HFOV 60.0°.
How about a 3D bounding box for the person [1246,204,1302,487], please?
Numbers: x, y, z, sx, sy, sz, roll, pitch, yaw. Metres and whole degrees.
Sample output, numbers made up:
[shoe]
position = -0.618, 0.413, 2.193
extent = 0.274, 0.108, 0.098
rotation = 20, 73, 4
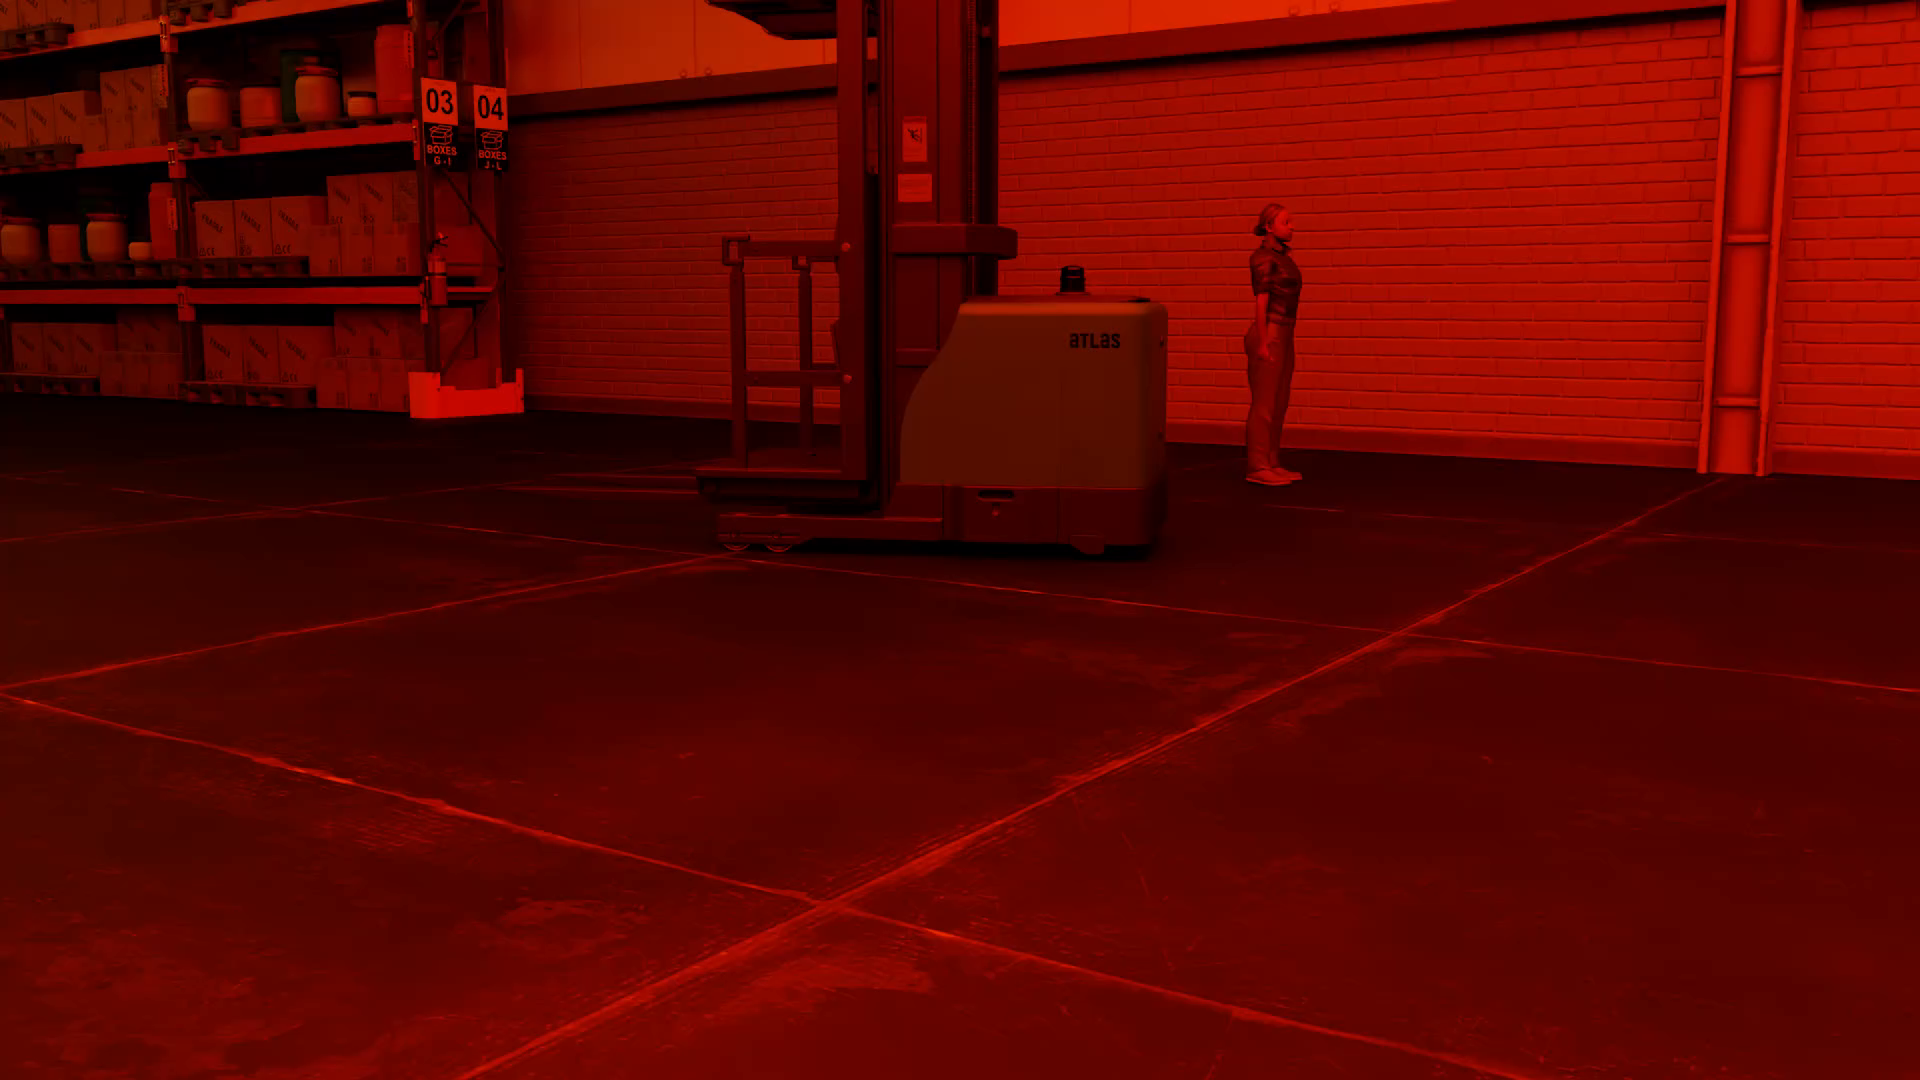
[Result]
[person]
position = 1.891, -1.168, 9.944
extent = 0.325, 1.660, 0.450
rotation = 4, 9, 27

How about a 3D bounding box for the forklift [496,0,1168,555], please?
[forklift]
position = -0.596, -1.469, 7.520
extent = 3.031, 2.935, 1.130
rotation = 2, 8, 12
